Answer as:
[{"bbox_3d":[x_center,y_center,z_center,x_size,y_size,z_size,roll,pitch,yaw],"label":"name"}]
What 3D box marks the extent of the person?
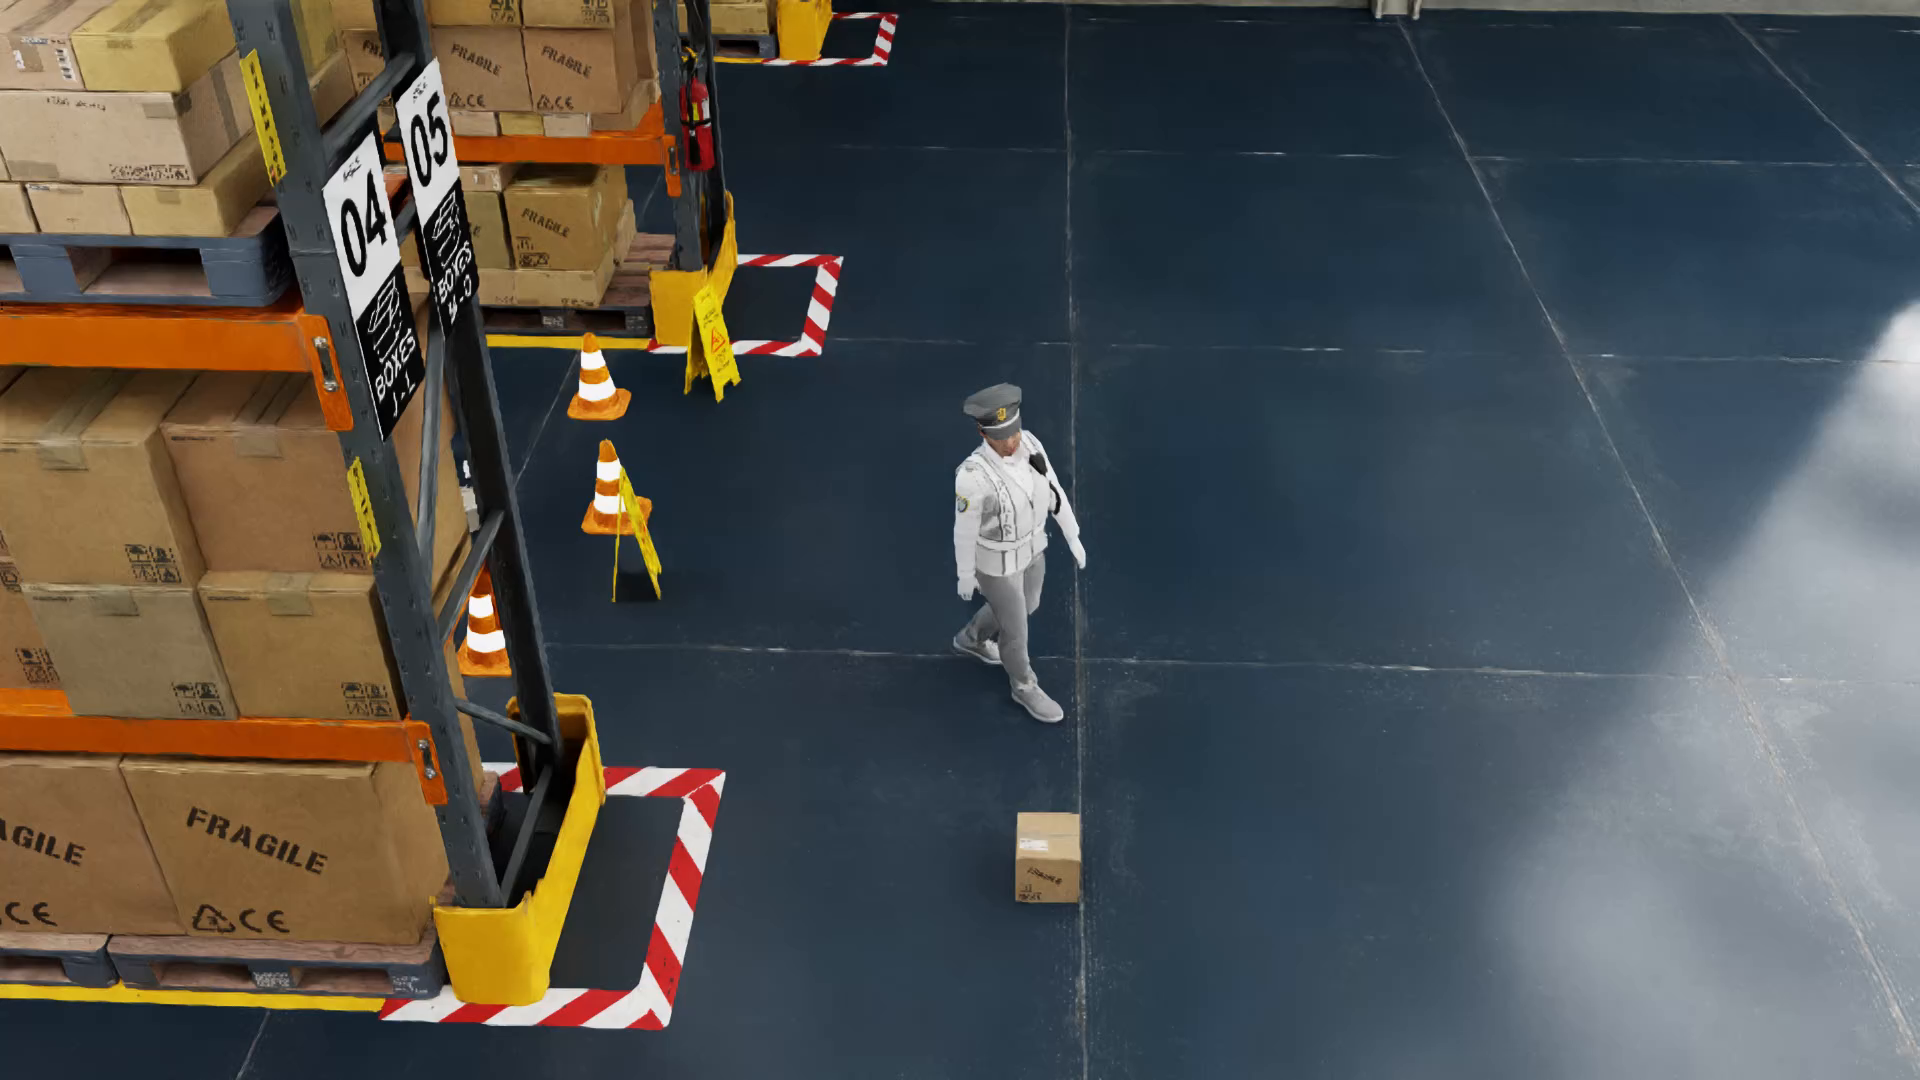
[{"bbox_3d":[0.177,0.045,7.044,0.632,1.657,0.511,23,42,28],"label":"person"}]
